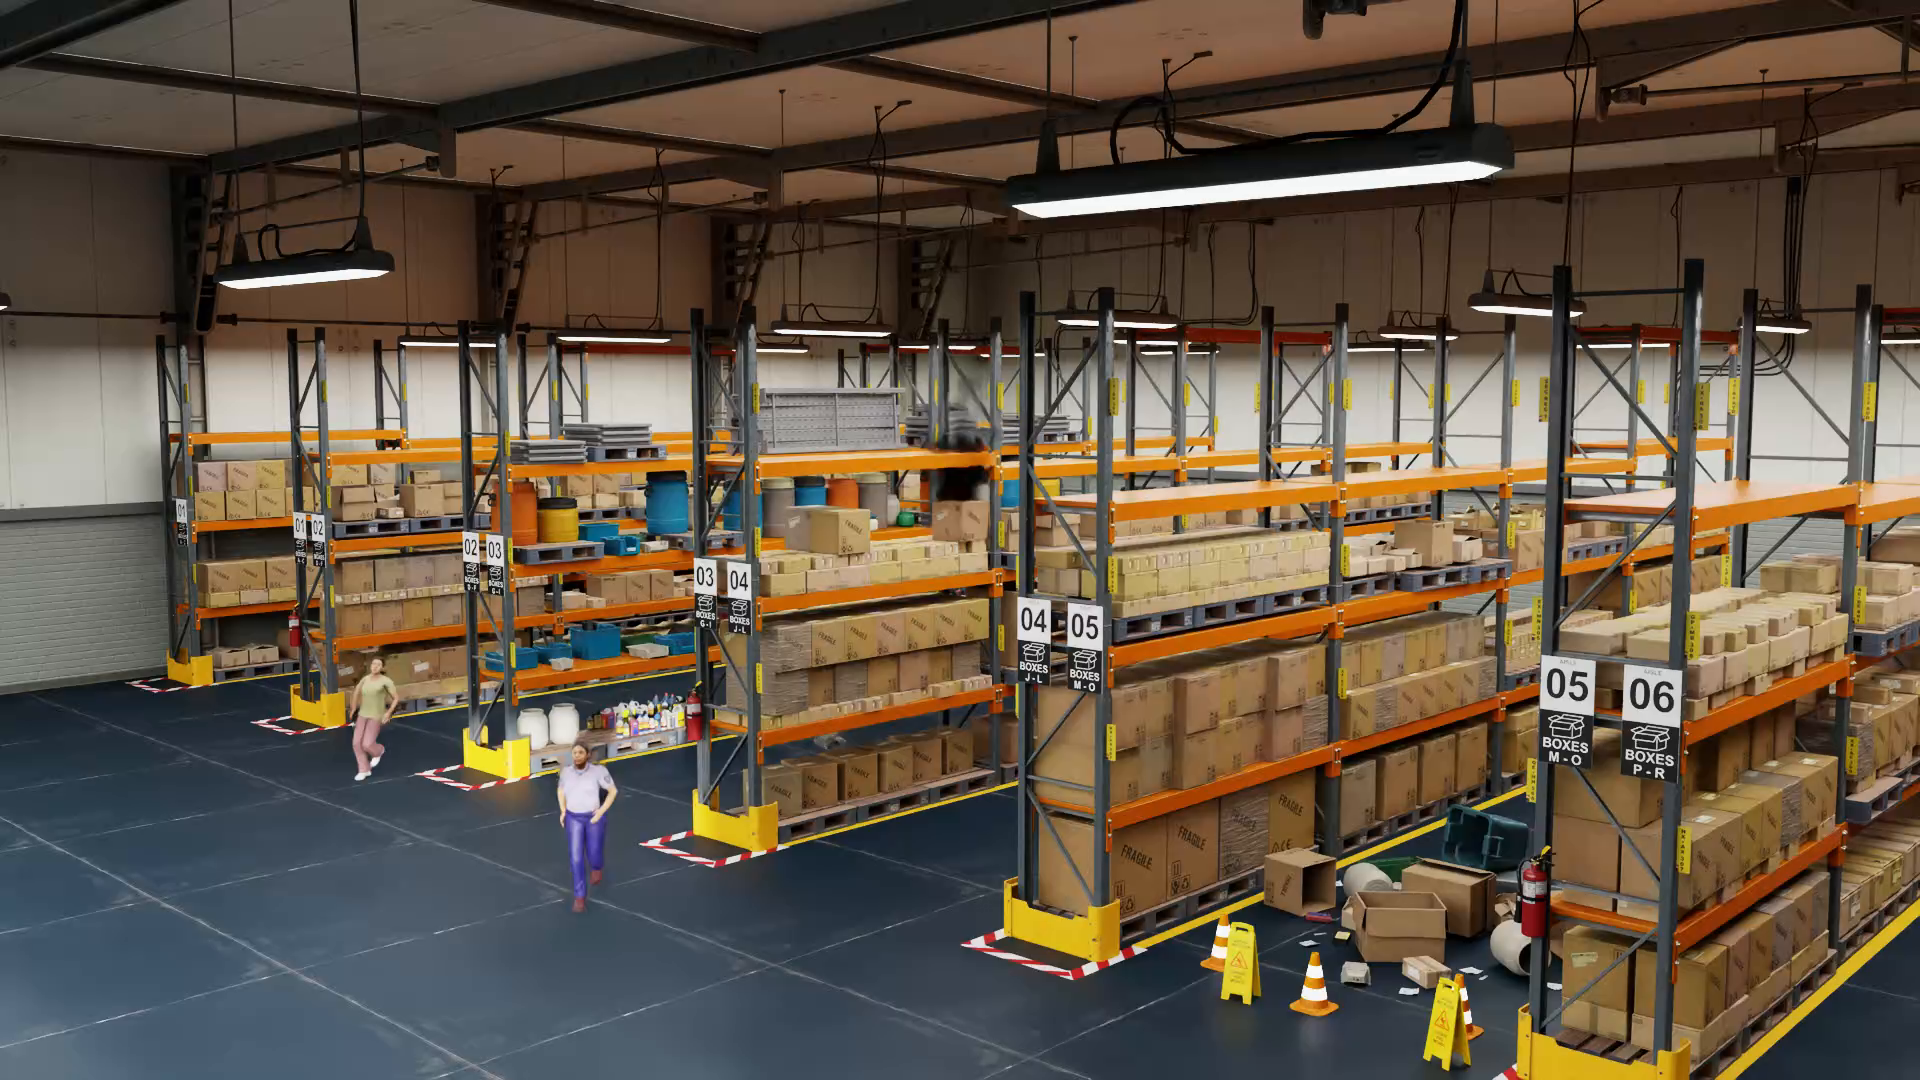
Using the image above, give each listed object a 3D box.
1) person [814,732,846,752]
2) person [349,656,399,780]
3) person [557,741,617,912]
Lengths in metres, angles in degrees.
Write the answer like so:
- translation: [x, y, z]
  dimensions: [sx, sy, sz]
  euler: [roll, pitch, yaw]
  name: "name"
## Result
- translation: [-1.665, 2.234, 21.973]
  dimensions: [0.668, 1.728, 0.639]
  euler: [4, 7, 38]
  name: "person"
- translation: [-7.702, 2.322, 21.842]
  dimensions: [0.625, 1.612, 0.553]
  euler: [1, 6, 13]
  name: "person"
- translation: [-3.716, 2.809, 16.596]
  dimensions: [0.609, 1.667, 0.751]
  euler: [0, 5, -1]
  name: "person"
